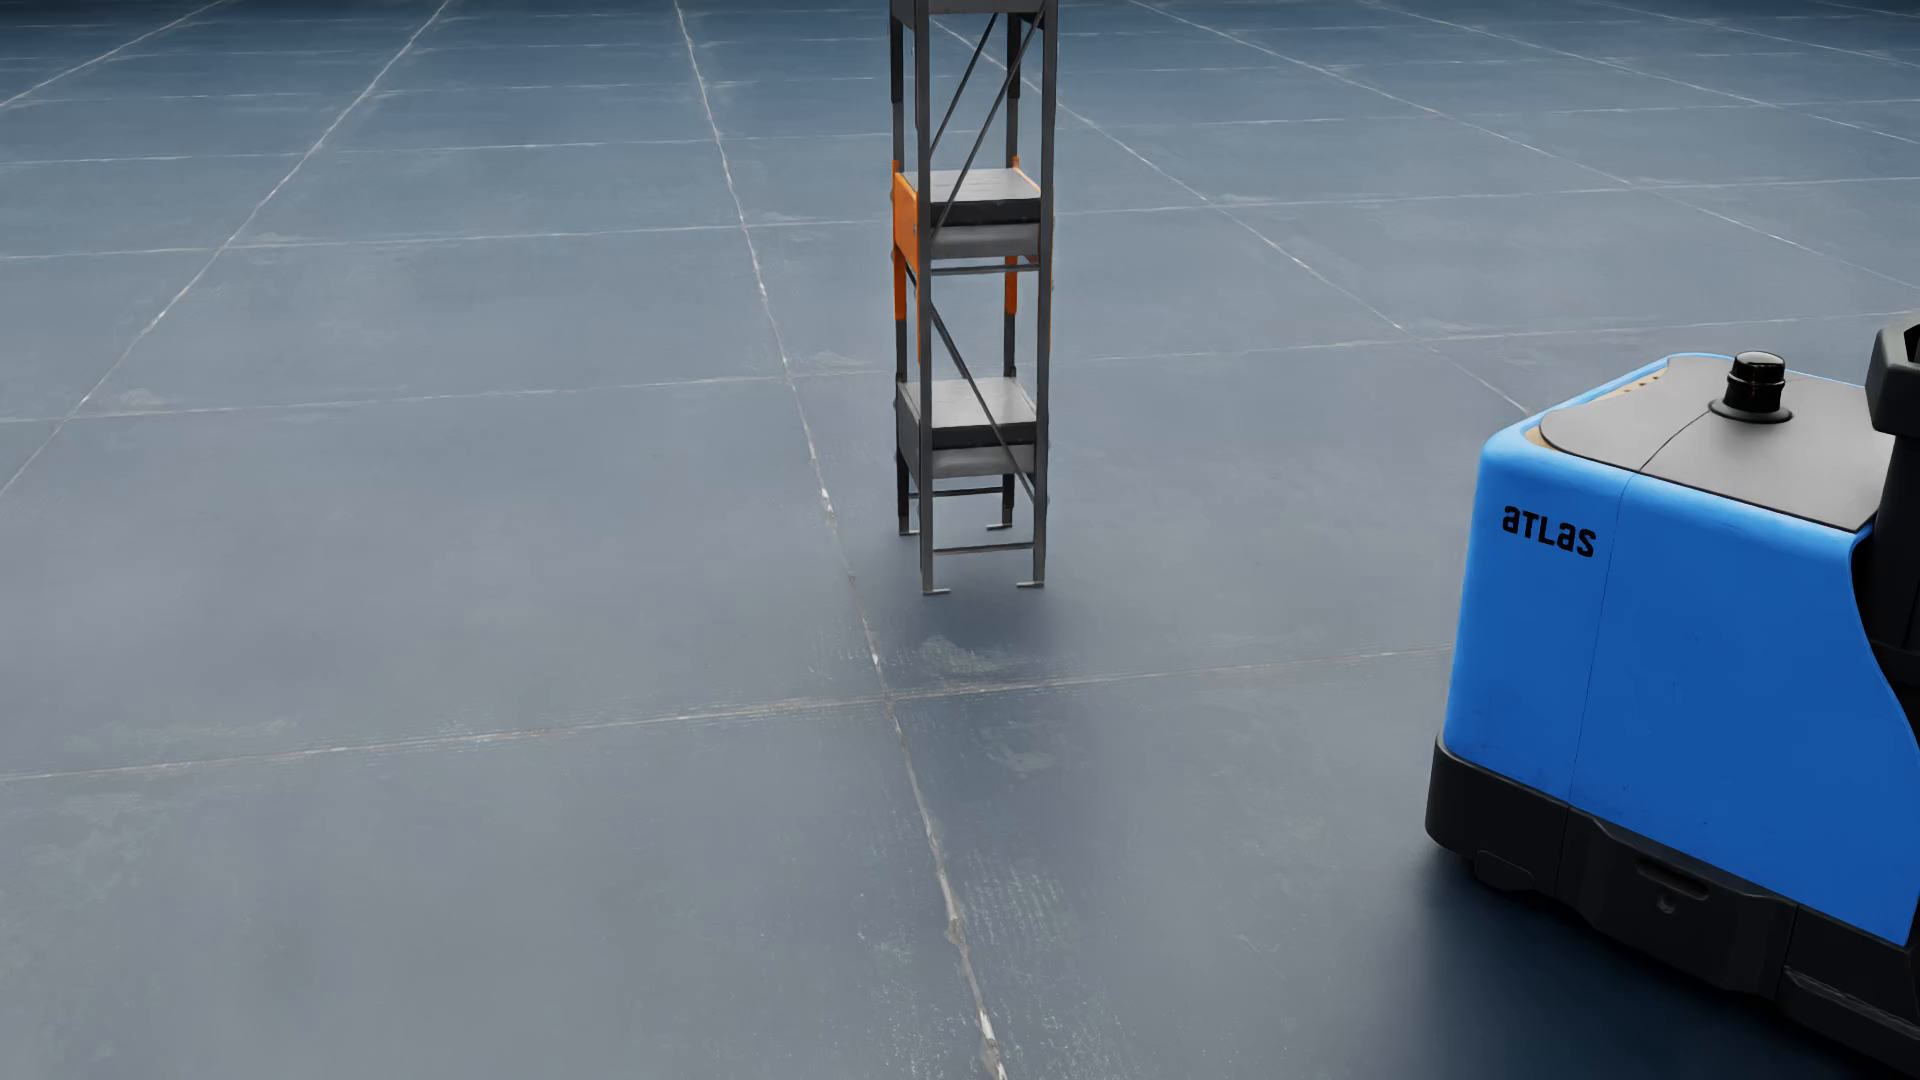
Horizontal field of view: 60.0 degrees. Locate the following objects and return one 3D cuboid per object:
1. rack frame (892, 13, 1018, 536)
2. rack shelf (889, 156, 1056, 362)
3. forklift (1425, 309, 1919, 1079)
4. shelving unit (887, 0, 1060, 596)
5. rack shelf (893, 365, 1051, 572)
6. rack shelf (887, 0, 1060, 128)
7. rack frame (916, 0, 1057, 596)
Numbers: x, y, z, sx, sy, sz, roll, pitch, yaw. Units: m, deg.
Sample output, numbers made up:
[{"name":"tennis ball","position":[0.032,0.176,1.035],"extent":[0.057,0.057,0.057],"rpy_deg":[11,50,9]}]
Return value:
[{"name":"rack frame","position":[-0.015,-0.993,5.400],"extent":[0.400,2.100,0.015],"rpy_deg":[-4,24,-10]},{"name":"rack shelf","position":[0.031,-0.885,5.186],"extent":[0.431,0.518,0.480],"rpy_deg":[-4,24,-10]},{"name":"forklift","position":[2.490,-0.286,2.742],"extent":[1.130,2.935,3.031],"rpy_deg":[-21,31,-39]},{"name":"shelving unit","position":[0.031,-0.897,5.181],"extent":[0.431,2.100,0.503],"rpy_deg":[-4,24,-10]},{"name":"rack shelf","position":[0.031,-0.243,5.466],"extent":[0.431,0.518,0.480],"rpy_deg":[-4,24,-10]},{"name":"rack shelf","position":[0.031,-1.526,4.906],"extent":[0.431,0.518,0.480],"rpy_deg":[-4,24,-10]},{"name":"rack frame","position":[0.076,-0.801,4.961],"extent":[0.400,2.100,0.015],"rpy_deg":[-4,24,-10]}]
